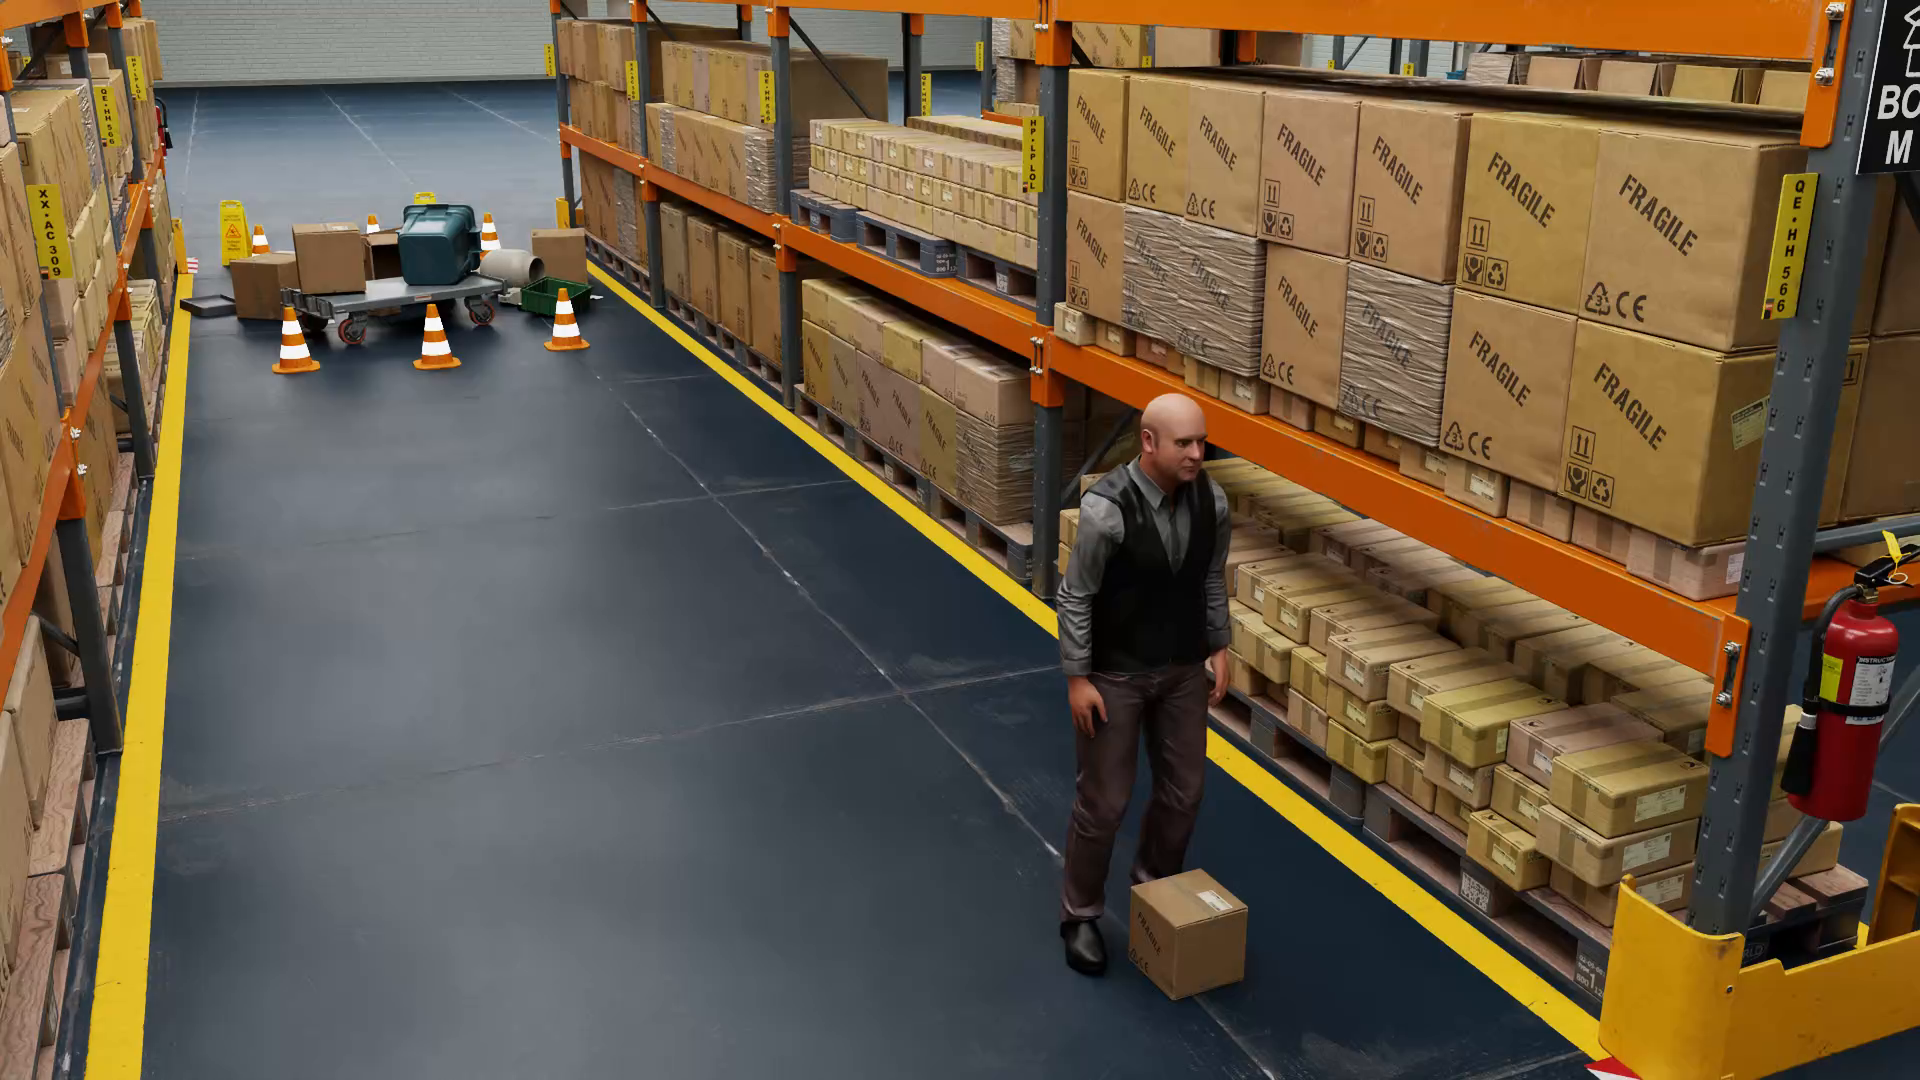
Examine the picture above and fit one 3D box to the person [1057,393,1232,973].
[{"bbox_3d":[0.541,0.392,4.941,0.595,1.721,0.418,-9,21,-26],"label":"person"}]
